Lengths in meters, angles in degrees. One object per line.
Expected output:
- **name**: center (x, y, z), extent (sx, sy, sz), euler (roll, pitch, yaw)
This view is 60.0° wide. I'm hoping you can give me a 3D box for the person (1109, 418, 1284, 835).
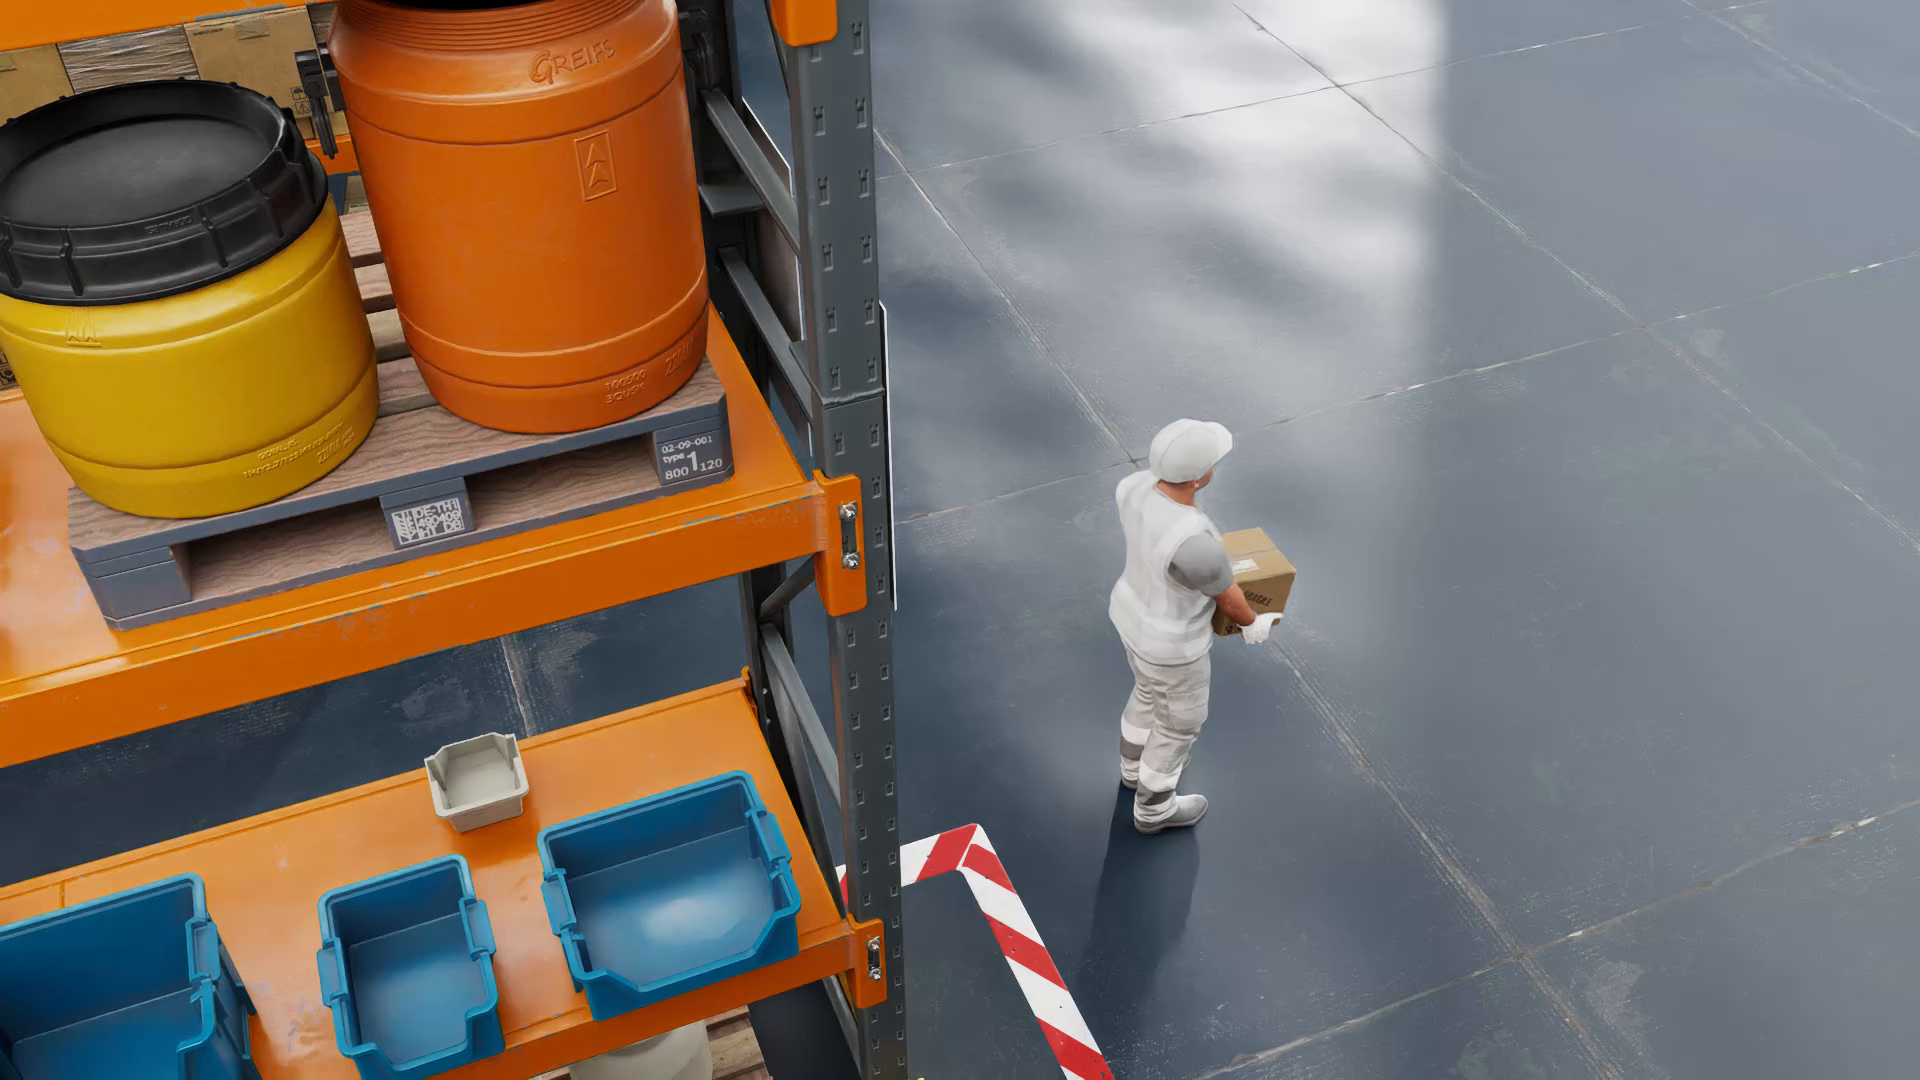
- **person**: center (0.807, 0.281, 5.822), extent (0.563, 1.787, 0.495), euler (-16, 44, -17)
